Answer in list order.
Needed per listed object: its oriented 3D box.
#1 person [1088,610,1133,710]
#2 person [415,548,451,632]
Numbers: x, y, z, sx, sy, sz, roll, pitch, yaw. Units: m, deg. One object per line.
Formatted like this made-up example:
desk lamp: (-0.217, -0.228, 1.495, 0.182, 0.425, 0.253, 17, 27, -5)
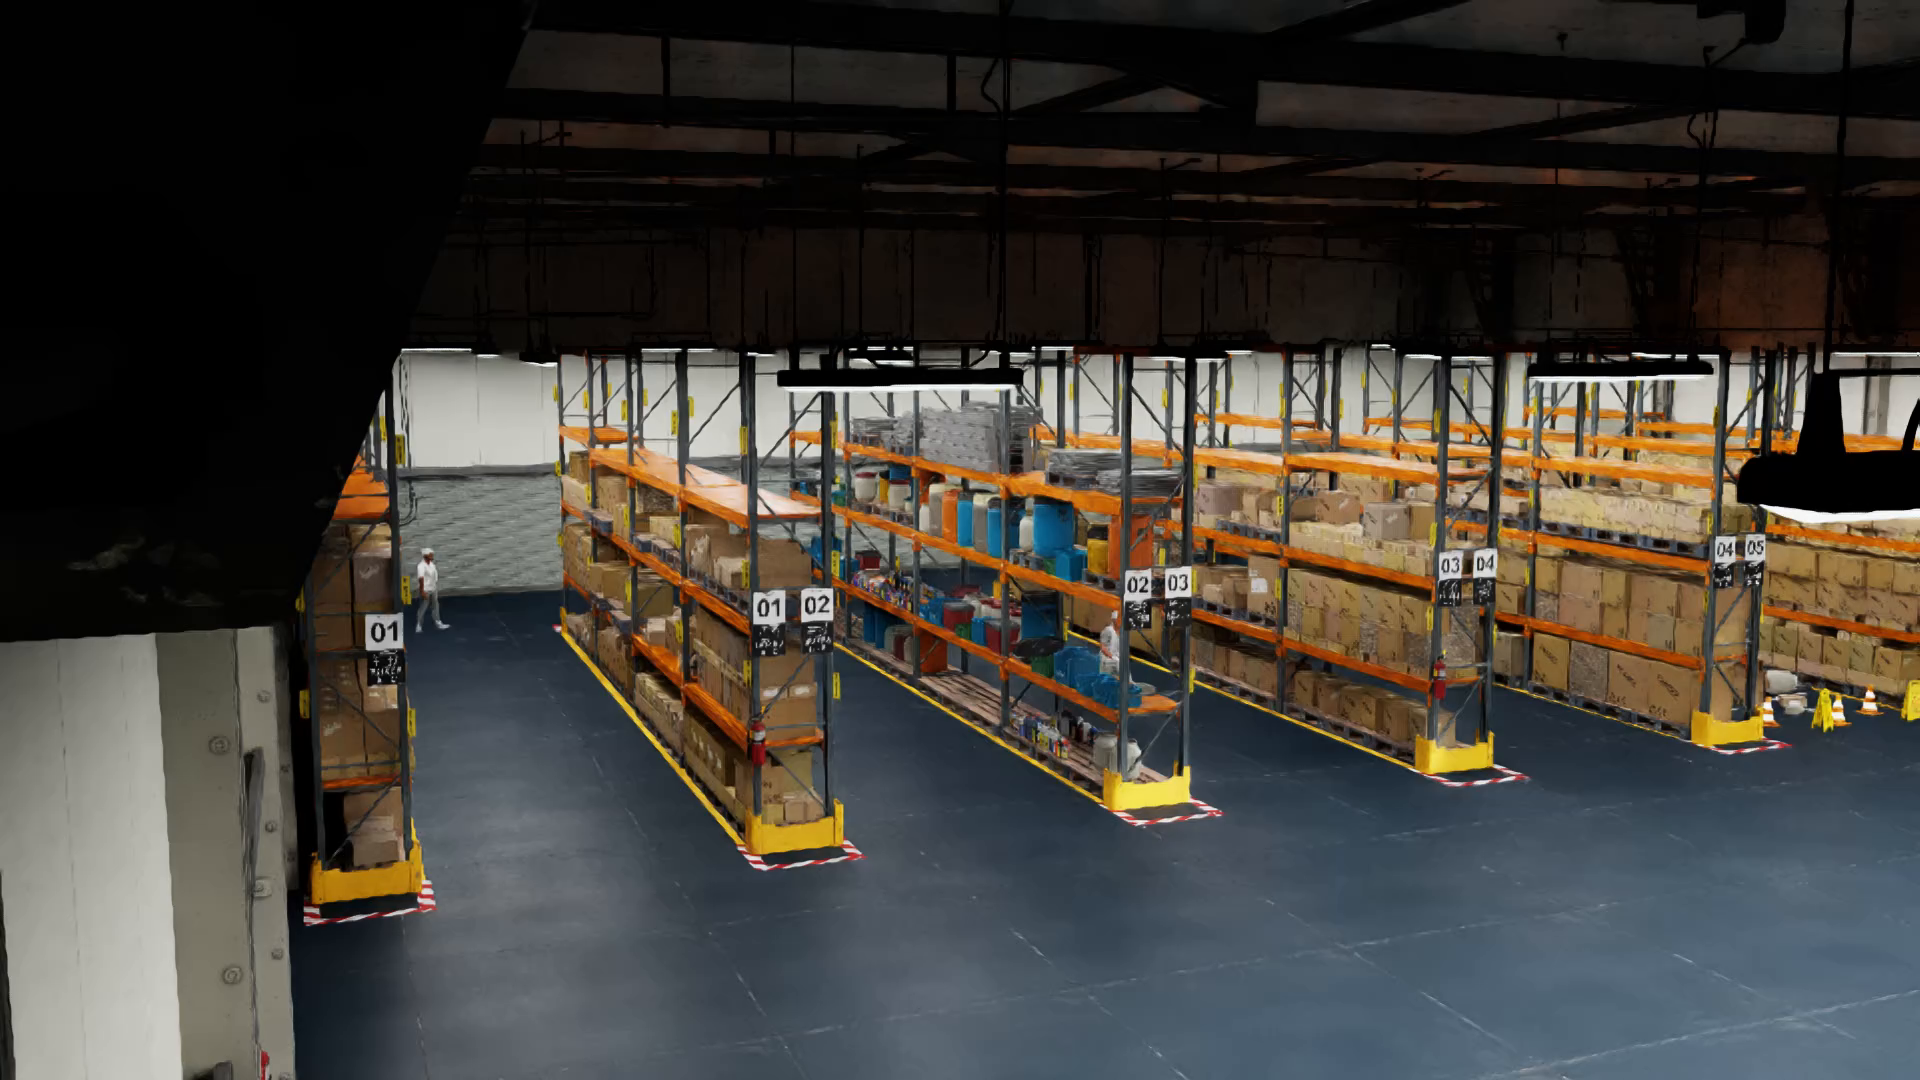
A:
person: (2.504, 1.990, 27.439, 0.676, 1.719, 0.842, -6, 9, -37)
person: (-11.114, 1.024, 34.839, 0.532, 1.758, 0.718, 1, 7, 12)
